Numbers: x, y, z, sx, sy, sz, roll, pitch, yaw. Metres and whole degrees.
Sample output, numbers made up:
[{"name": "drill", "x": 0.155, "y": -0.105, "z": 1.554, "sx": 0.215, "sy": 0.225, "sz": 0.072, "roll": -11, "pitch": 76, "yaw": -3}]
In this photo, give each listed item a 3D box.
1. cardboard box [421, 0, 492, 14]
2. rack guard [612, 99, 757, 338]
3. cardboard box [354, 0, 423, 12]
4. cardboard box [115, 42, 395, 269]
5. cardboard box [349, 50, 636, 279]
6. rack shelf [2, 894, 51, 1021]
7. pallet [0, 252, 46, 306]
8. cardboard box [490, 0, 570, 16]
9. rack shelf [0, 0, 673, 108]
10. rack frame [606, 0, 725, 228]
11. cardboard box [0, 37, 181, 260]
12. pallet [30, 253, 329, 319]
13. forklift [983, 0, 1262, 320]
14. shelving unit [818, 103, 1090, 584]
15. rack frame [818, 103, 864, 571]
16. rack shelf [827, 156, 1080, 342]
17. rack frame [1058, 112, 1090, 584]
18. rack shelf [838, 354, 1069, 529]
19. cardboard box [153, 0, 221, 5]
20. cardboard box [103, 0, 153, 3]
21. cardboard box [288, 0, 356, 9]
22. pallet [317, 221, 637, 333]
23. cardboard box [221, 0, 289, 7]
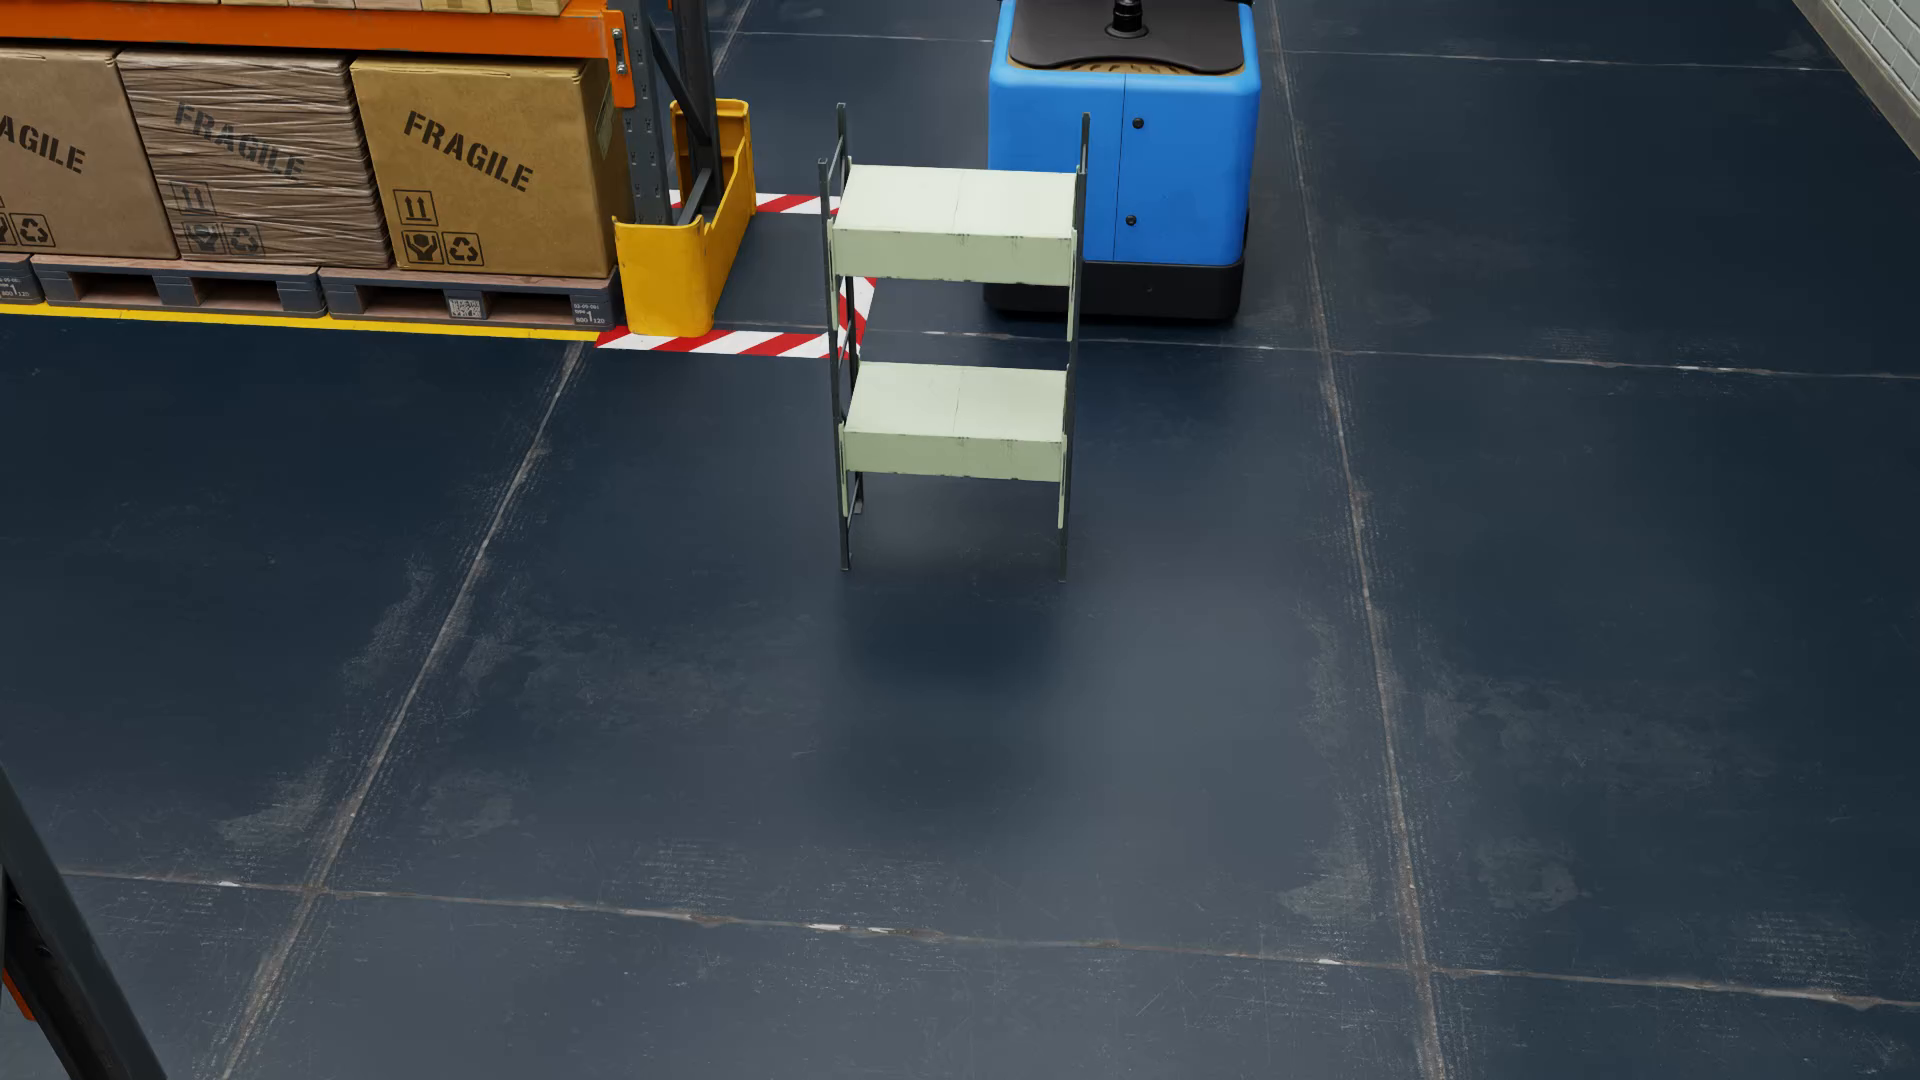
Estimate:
[{"name": "cardboard box", "x": -1.812, "y": -2.089, "z": 6.139, "sx": 0.250, "sy": 0.149, "sz": 0.380, "roll": 4, "pitch": 39, "yaw": 4}, {"name": "rack guard", "x": -1.146, "y": -1.390, "z": 7.062, "sx": 0.348, "sy": 0.500, "sz": 1.175, "roll": 3, "pitch": 39, "yaw": 4}, {"name": "cardboard box", "x": -2.063, "y": -2.103, "z": 6.157, "sx": 0.250, "sy": 0.149, "sz": 0.380, "roll": 3, "pitch": 39, "yaw": 4}, {"name": "cardboard box", "x": -2.721, "y": -1.734, "z": 6.854, "sx": 0.875, "sy": 0.875, "sz": 0.875, "roll": 3, "pitch": 39, "yaw": 4}, {"name": "cardboard box", "x": -1.814, "y": -1.684, "z": 6.794, "sx": 0.875, "sy": 0.875, "sz": 0.875, "roll": 3, "pitch": 39, "yaw": 4}, {"name": "rack shelf", "x": -3.691, "y": 0.923, "z": 2.810, "sx": 4.000, "sy": 0.370, "sz": 1.077, "roll": 3, "pitch": 39, "yaw": 4}, {"name": "pallet", "x": -4.404, "y": -1.407, "z": 7.311, "sx": 1.213, "sy": 0.211, "sz": 1.003, "roll": 3, "pitch": 39, "yaw": 4}, {"name": "cardboard box", "x": -1.553, "y": -2.076, "z": 6.123, "sx": 0.250, "sy": 0.149, "sz": 0.380, "roll": 4, "pitch": 39, "yaw": 5}, {"name": "rack shelf", "x": -3.162, "y": -2.191, "z": 6.635, "sx": 4.000, "sy": 0.370, "sz": 1.077, "roll": 3, "pitch": 39, "yaw": 4}, {"name": "rack frame", "x": -1.170, "y": -2.361, "z": 6.274, "sx": 0.127, "sy": 3.000, "sz": 1.000, "roll": 3, "pitch": 39, "yaw": 4}, {"name": "cardboard box", "x": -3.608, "y": -1.782, "z": 6.914, "sx": 0.875, "sy": 0.875, "sz": 0.875, "roll": 3, "pitch": 39, "yaw": 4}, {"name": "pallet", "x": -3.185, "y": -1.342, "z": 7.231, "sx": 1.213, "sy": 0.211, "sz": 1.003, "roll": 3, "pitch": 39, "yaw": 4}, {"name": "forklift", "x": 0.737, "y": -2.948, "z": 7.050, "sx": 1.130, "sy": 2.935, "sz": 3.031, "roll": 3, "pitch": 39, "yaw": 4}, {"name": "shelving unit", "x": -0.007, "y": -0.582, "z": 5.277, "sx": 0.755, "sy": 1.500, "sz": 0.431, "roll": 3, "pitch": 39, "yaw": 4}, {"name": "rack frame", "x": -0.371, "y": -0.602, "z": 5.301, "sx": 0.023, "sy": 1.500, "sz": 0.400, "roll": 3, "pitch": 39, "yaw": 4}, {"name": "rack shelf", "x": -0.007, "y": -0.885, "z": 5.031, "sx": 0.720, "sy": 0.370, "sz": 0.431, "roll": 3, "pitch": 39, "yaw": 4}, {"name": "rack frame", "x": 0.358, "y": -0.562, "z": 5.252, "sx": 0.023, "sy": 1.500, "sz": 0.400, "roll": 3, "pitch": 39, "yaw": 4}, {"name": "rack shelf", "x": -0.007, "y": -0.329, "z": 5.483, "sx": 0.720, "sy": 0.370, "sz": 0.431, "roll": 3, "pitch": 39, "yaw": 4}, {"name": "cardboard box", "x": -2.829, "y": -2.144, "z": 6.207, "sx": 0.250, "sy": 0.149, "sz": 0.380, "roll": 3, "pitch": 39, "yaw": 4}, {"name": "cardboard box", "x": -3.076, "y": -2.159, "z": 6.226, "sx": 0.250, "sy": 0.149, "sz": 0.380, "roll": 4, "pitch": 39, "yaw": 5}, {"name": "cardboard box", "x": -2.312, "y": -2.118, "z": 6.174, "sx": 0.250, "sy": 0.149, "sz": 0.380, "roll": 4, "pitch": 39, "yaw": 5}, {"name": "pallet", "x": -1.973, "y": -1.274, "z": 7.148, "sx": 1.213, "sy": 0.211, "sz": 1.003, "roll": 3, "pitch": 39, "yaw": 4}, {"name": "cardboard box", "x": -2.571, "y": -2.131, "z": 6.190, "sx": 0.250, "sy": 0.149, "sz": 0.380, "roll": 2, "pitch": 39, "yaw": 3}]
